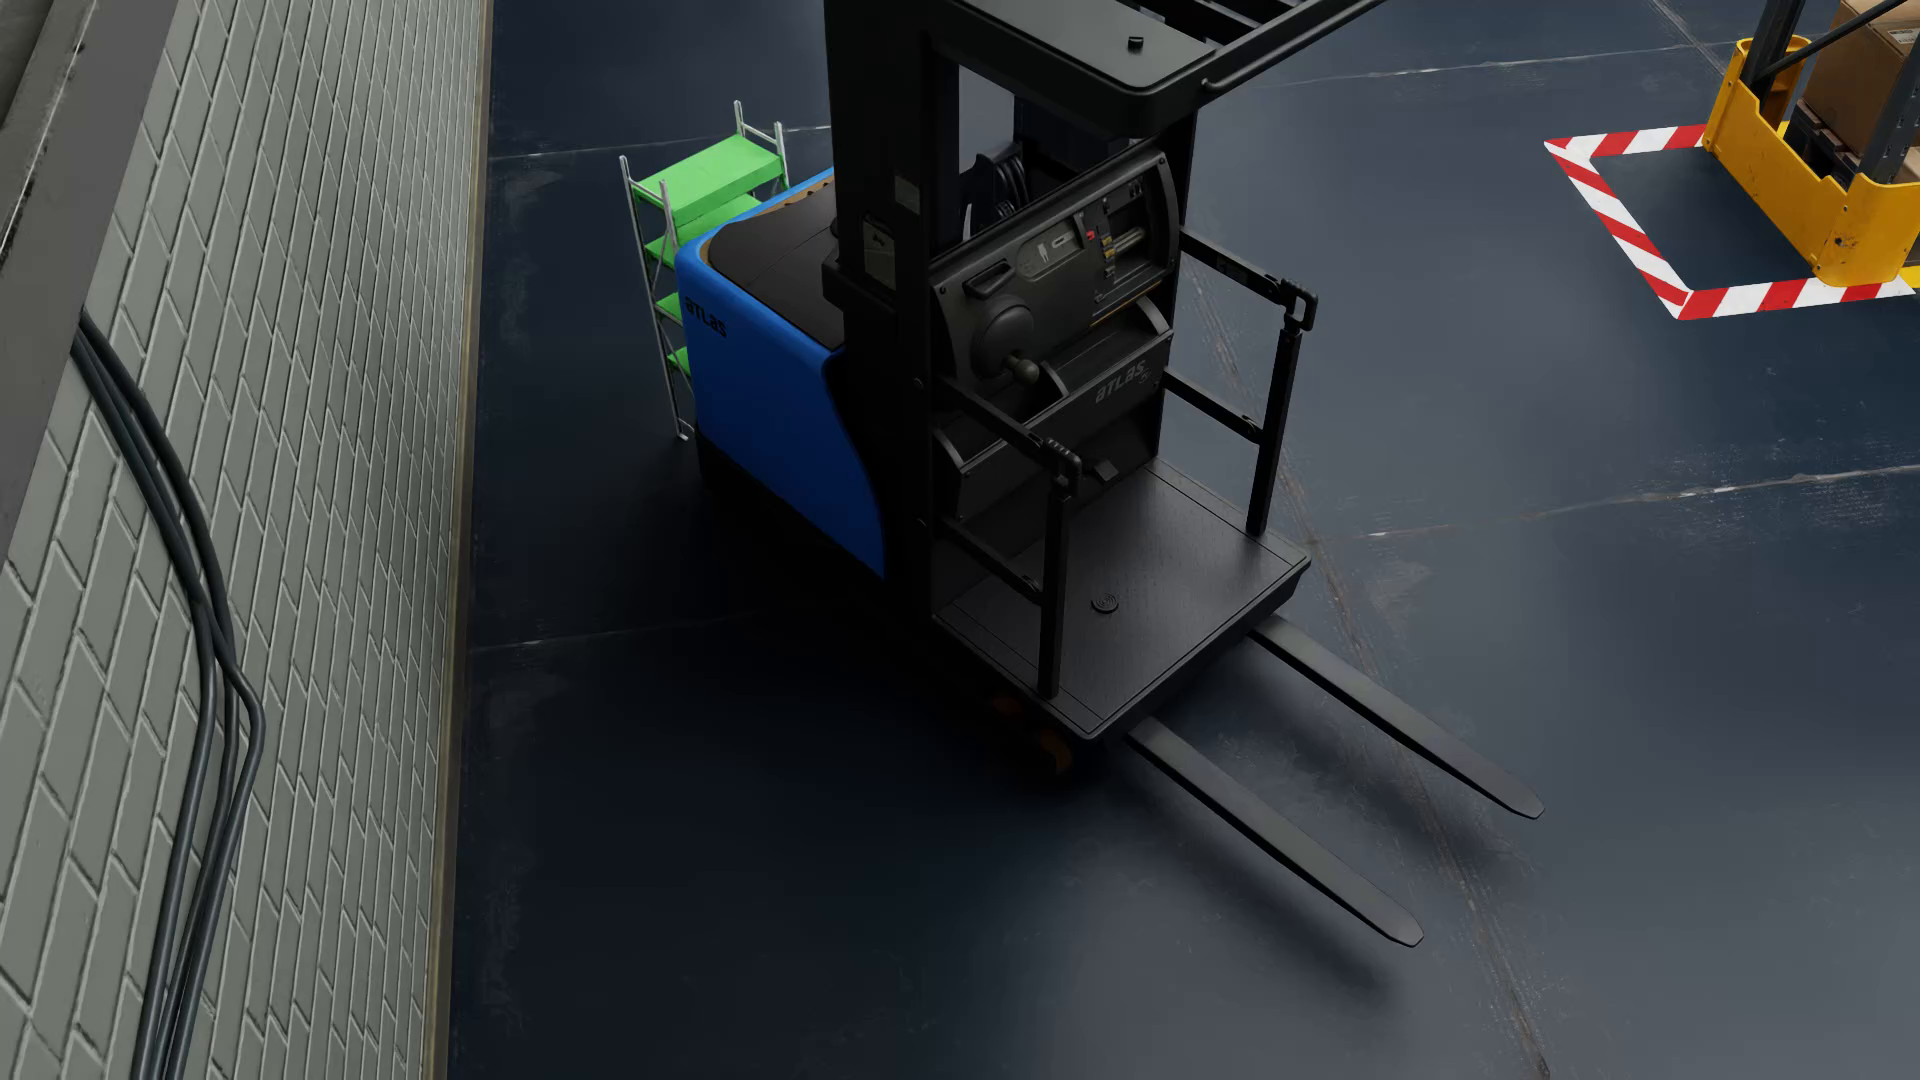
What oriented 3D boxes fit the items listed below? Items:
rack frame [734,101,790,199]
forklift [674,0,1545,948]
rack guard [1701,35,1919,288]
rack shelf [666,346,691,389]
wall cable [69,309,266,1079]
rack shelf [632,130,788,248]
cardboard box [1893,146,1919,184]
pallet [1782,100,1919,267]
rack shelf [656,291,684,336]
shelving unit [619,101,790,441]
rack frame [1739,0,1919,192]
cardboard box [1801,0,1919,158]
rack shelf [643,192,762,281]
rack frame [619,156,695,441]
[{"bbox_3d":[-0.669,-1.030,6.117,0.015,1.200,0.240,-35,52,-29],"label":"rack frame"},{"bbox_3d":[0.436,-0.691,4.598,1.130,2.935,3.031,-35,55,-29],"label":"forklift"},{"bbox_3d":[3.713,-1.663,7.223,0.348,0.500,1.175,-7,46,-7],"label":"rack guard"},{"bbox_3d":[-0.830,-0.687,6.206,0.480,0.148,0.258,-35,52,-29],"label":"rack shelf"},{"bbox_3d":[-1.148,0.430,1.461,0.112,2.526,3.097,-7,46,-7],"label":"wall cable"},{"bbox_3d":[-0.862,-1.210,5.712,0.480,0.148,0.258,-35,52,-29],"label":"rack shelf"},{"bbox_3d":[4.109,-1.492,6.997,0.250,0.149,0.380,-7,46,-7],"label":"cardboard box"},{"bbox_3d":[4.498,-1.661,7.422,1.213,0.211,1.003,-7,46,-7],"label":"pallet"},{"bbox_3d":[-0.841,-0.861,6.042,0.480,0.148,0.258,-35,52,-29],"label":"rack shelf"},{"bbox_3d":[-0.844,-0.907,5.998,0.503,1.200,0.258,-35,52,-29],"label":"shelving unit"},{"bbox_3d":[3.638,-2.521,6.314,0.127,3.000,1.000,-7,46,-7],"label":"rack frame"},{"bbox_3d":[4.132,-2.048,7.288,0.500,0.500,0.500,-7,46,-7],"label":"cardboard box"},{"bbox_3d":[-0.851,-1.035,5.877,0.480,0.148,0.258,-35,52,-29],"label":"rack shelf"},{"bbox_3d":[-1.018,-0.784,5.879,0.015,1.200,0.240,-35,52,-29],"label":"rack frame"}]
